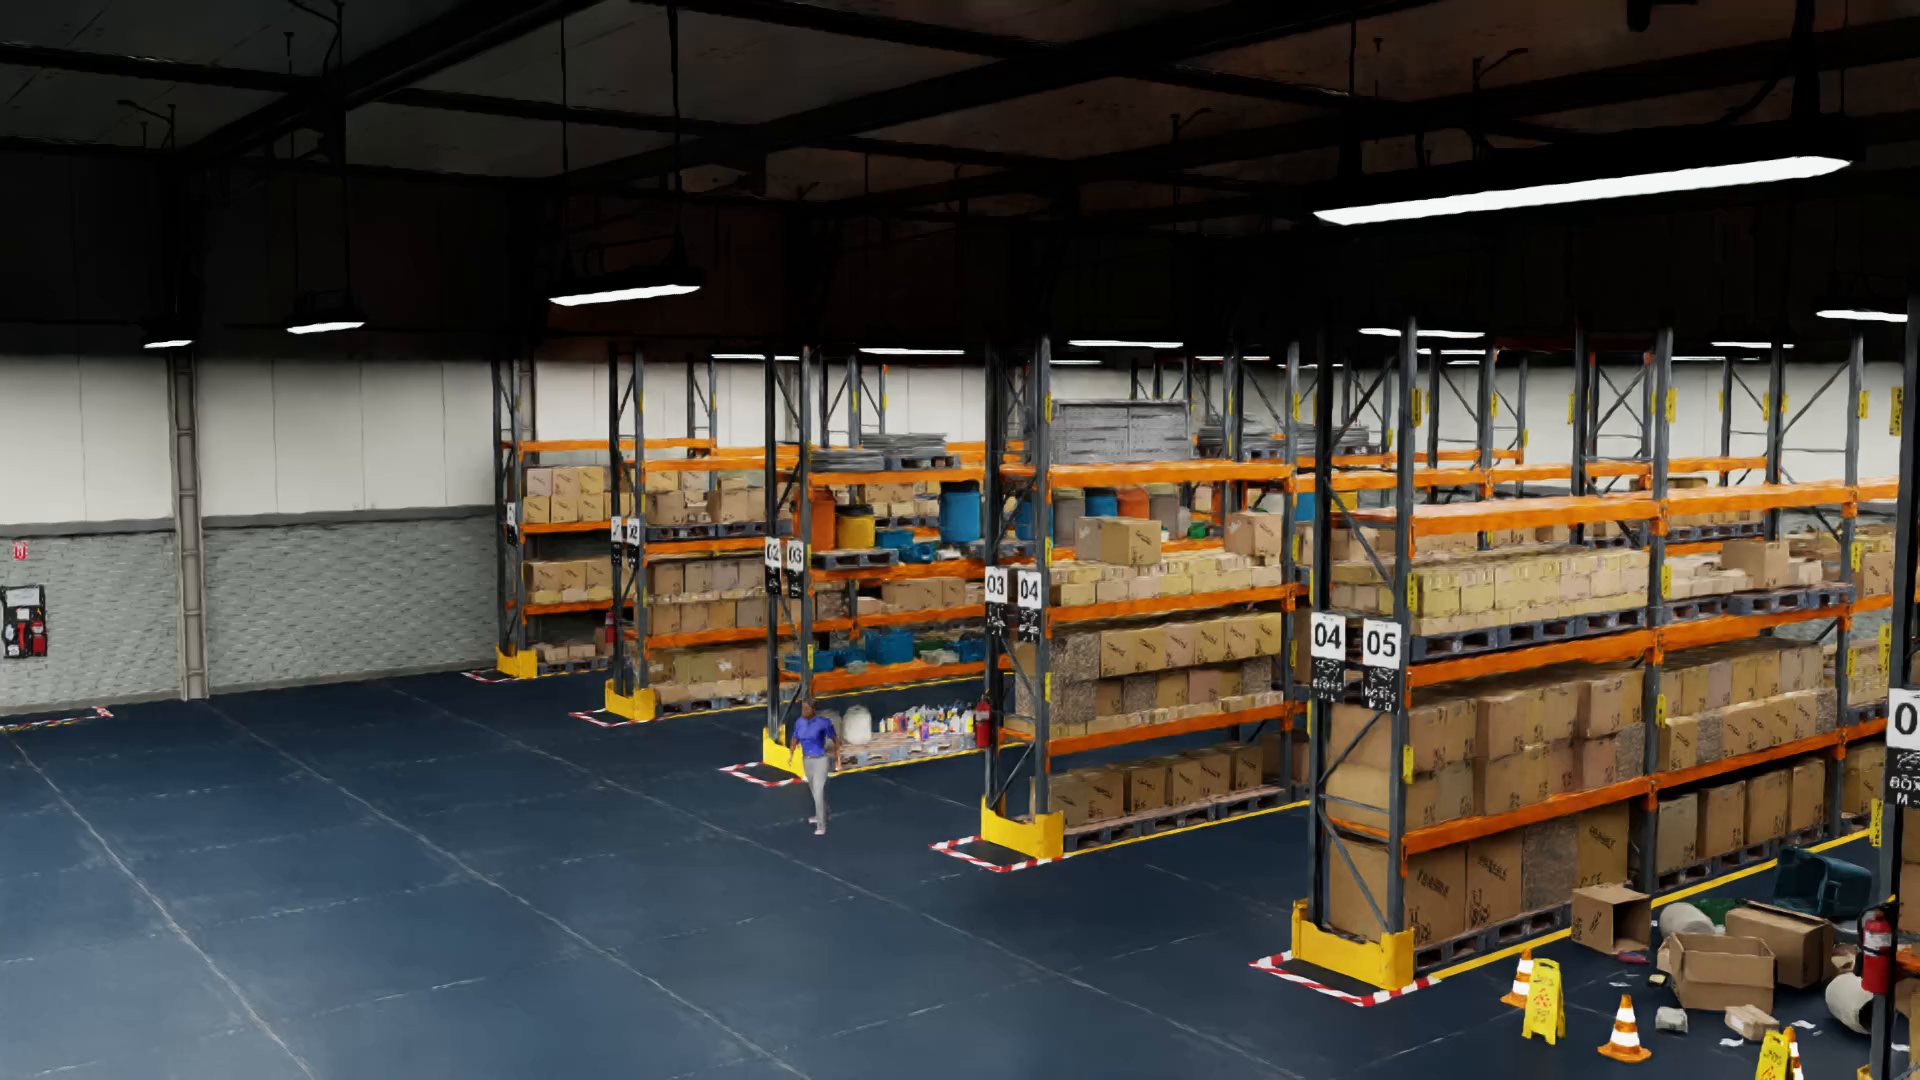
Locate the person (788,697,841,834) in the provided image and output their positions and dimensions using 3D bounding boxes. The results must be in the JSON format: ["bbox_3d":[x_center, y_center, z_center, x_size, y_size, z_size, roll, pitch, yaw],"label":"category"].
[{"bbox_3d":[-1.684,2.684,19.737,0.622,1.492,0.782,3,6,33],"label":"person"}]
